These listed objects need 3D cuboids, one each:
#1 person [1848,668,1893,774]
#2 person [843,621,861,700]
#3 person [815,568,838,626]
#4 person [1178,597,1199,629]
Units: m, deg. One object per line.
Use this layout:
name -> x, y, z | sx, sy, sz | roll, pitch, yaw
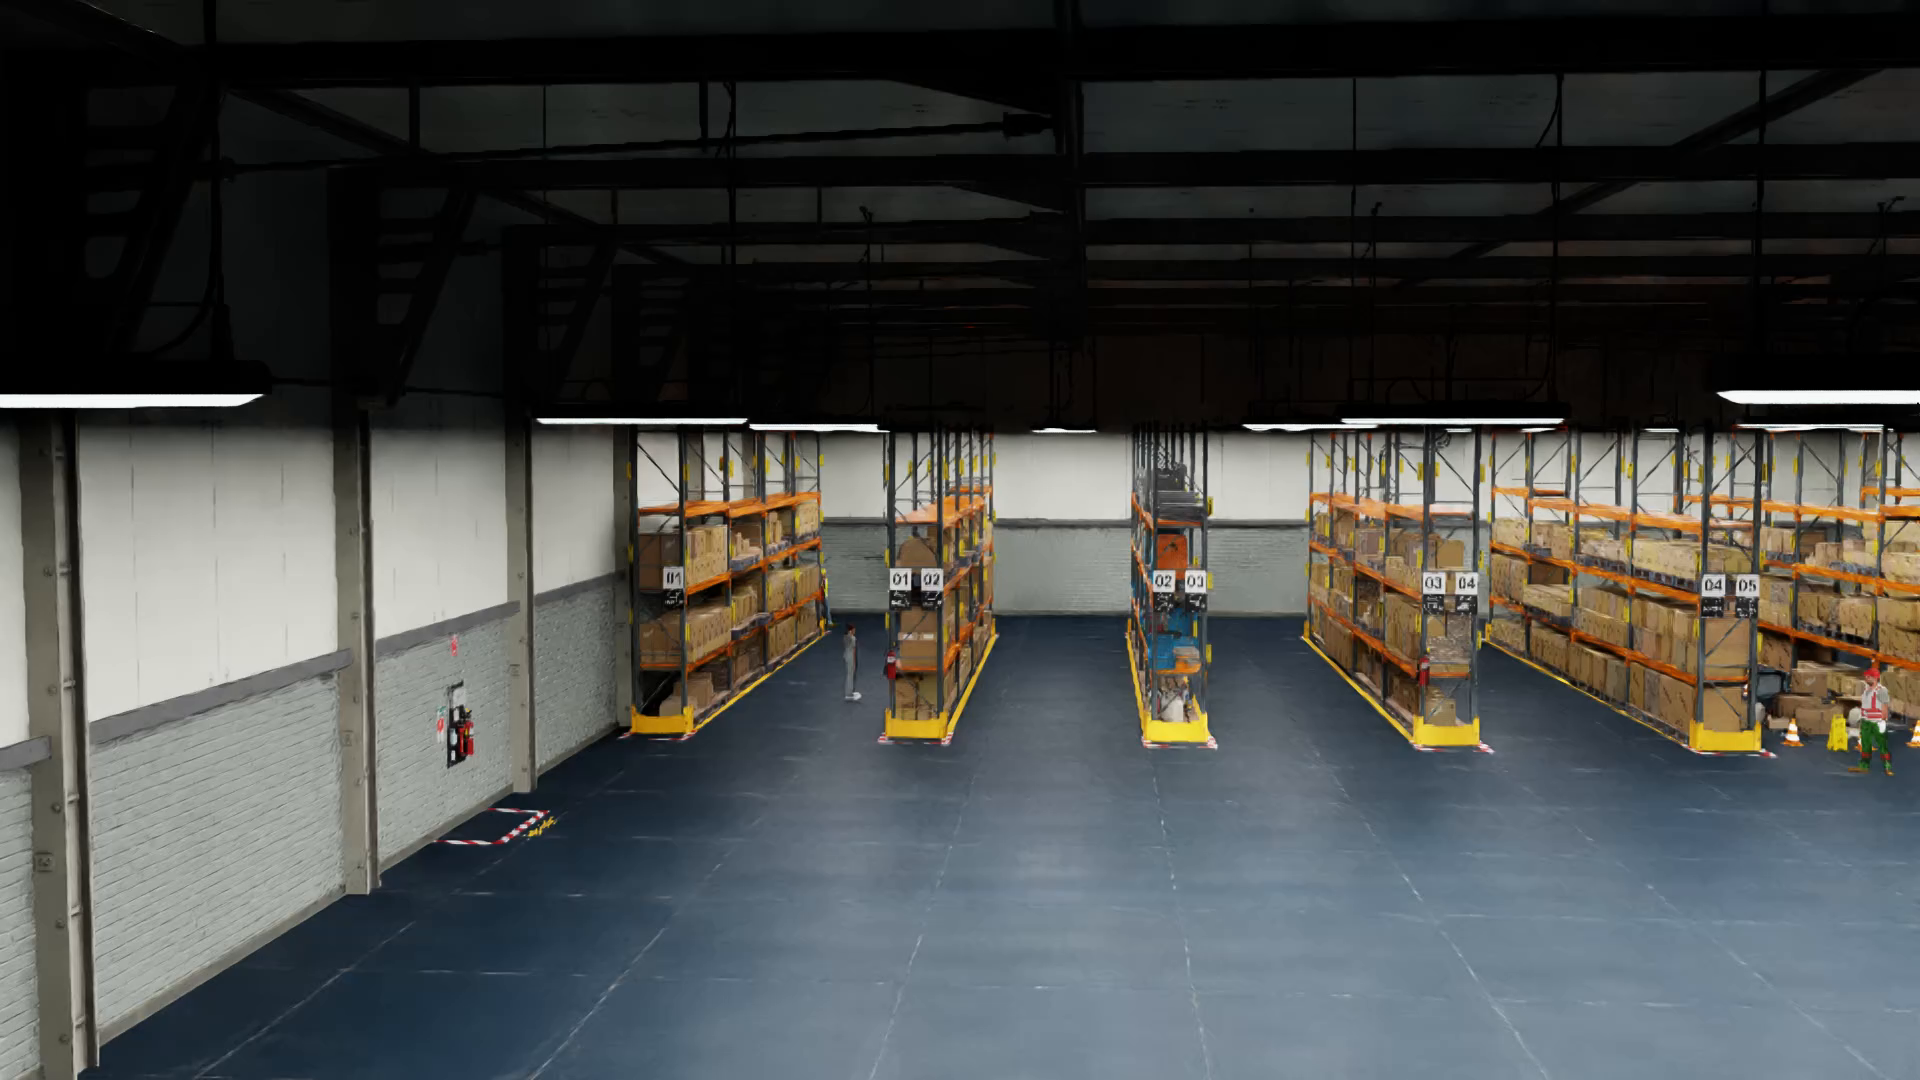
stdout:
person -> 15.438, 3.052, 28.104 | 0.541, 1.790, 0.653 | -1, 4, -12
person -> -2.327, 2.593, 36.014 | 0.432, 1.677, 0.496 | -2, 4, -26
person -> -4.075, 1.705, 49.428 | 0.567, 1.755, 0.744 | 3, 5, 43
person -> 6.522, 1.771, 48.763 | 0.735, 1.712, 0.904 | -1, 4, -12
